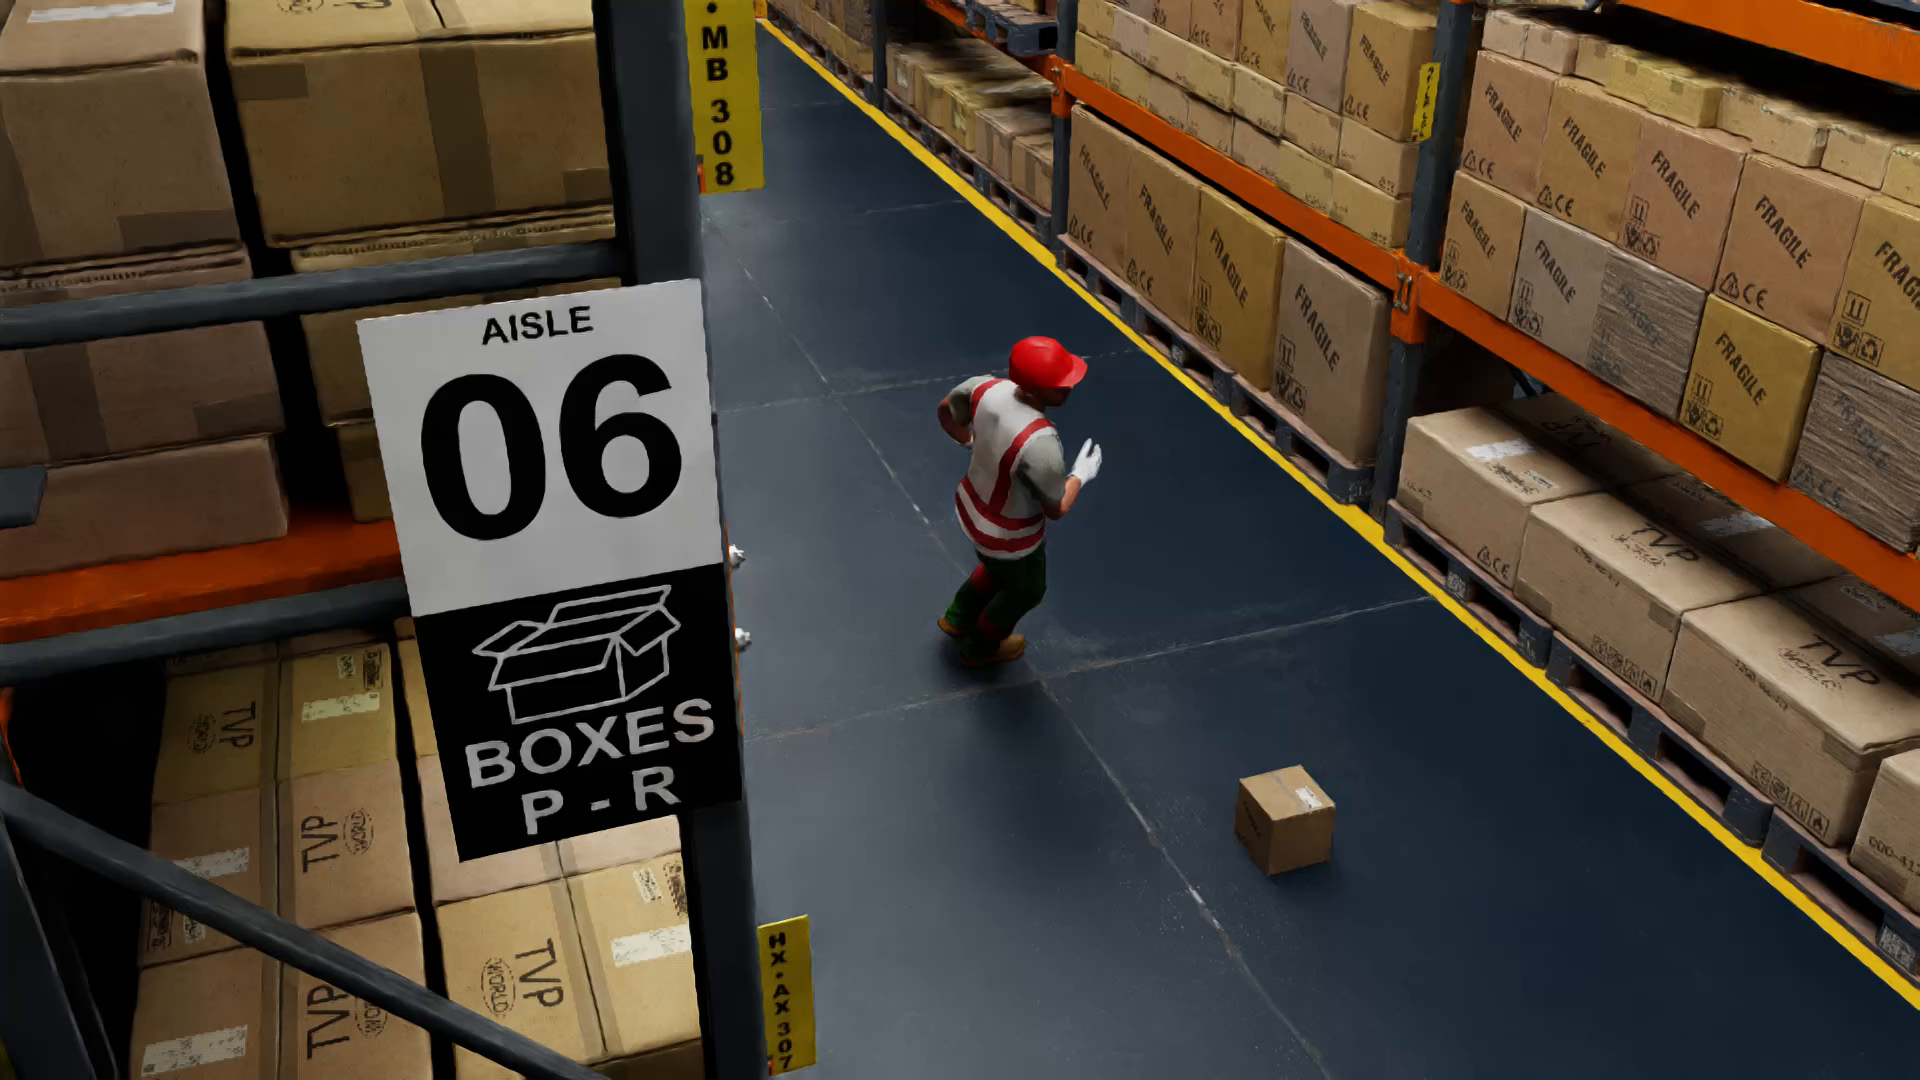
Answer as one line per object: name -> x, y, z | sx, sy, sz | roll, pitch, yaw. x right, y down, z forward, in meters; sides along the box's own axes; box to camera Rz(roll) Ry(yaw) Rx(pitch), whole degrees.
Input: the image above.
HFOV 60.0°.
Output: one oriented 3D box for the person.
person -> 0.232, -0.132, 6.467 | 0.565, 1.662, 0.922 | -13, 32, -21
